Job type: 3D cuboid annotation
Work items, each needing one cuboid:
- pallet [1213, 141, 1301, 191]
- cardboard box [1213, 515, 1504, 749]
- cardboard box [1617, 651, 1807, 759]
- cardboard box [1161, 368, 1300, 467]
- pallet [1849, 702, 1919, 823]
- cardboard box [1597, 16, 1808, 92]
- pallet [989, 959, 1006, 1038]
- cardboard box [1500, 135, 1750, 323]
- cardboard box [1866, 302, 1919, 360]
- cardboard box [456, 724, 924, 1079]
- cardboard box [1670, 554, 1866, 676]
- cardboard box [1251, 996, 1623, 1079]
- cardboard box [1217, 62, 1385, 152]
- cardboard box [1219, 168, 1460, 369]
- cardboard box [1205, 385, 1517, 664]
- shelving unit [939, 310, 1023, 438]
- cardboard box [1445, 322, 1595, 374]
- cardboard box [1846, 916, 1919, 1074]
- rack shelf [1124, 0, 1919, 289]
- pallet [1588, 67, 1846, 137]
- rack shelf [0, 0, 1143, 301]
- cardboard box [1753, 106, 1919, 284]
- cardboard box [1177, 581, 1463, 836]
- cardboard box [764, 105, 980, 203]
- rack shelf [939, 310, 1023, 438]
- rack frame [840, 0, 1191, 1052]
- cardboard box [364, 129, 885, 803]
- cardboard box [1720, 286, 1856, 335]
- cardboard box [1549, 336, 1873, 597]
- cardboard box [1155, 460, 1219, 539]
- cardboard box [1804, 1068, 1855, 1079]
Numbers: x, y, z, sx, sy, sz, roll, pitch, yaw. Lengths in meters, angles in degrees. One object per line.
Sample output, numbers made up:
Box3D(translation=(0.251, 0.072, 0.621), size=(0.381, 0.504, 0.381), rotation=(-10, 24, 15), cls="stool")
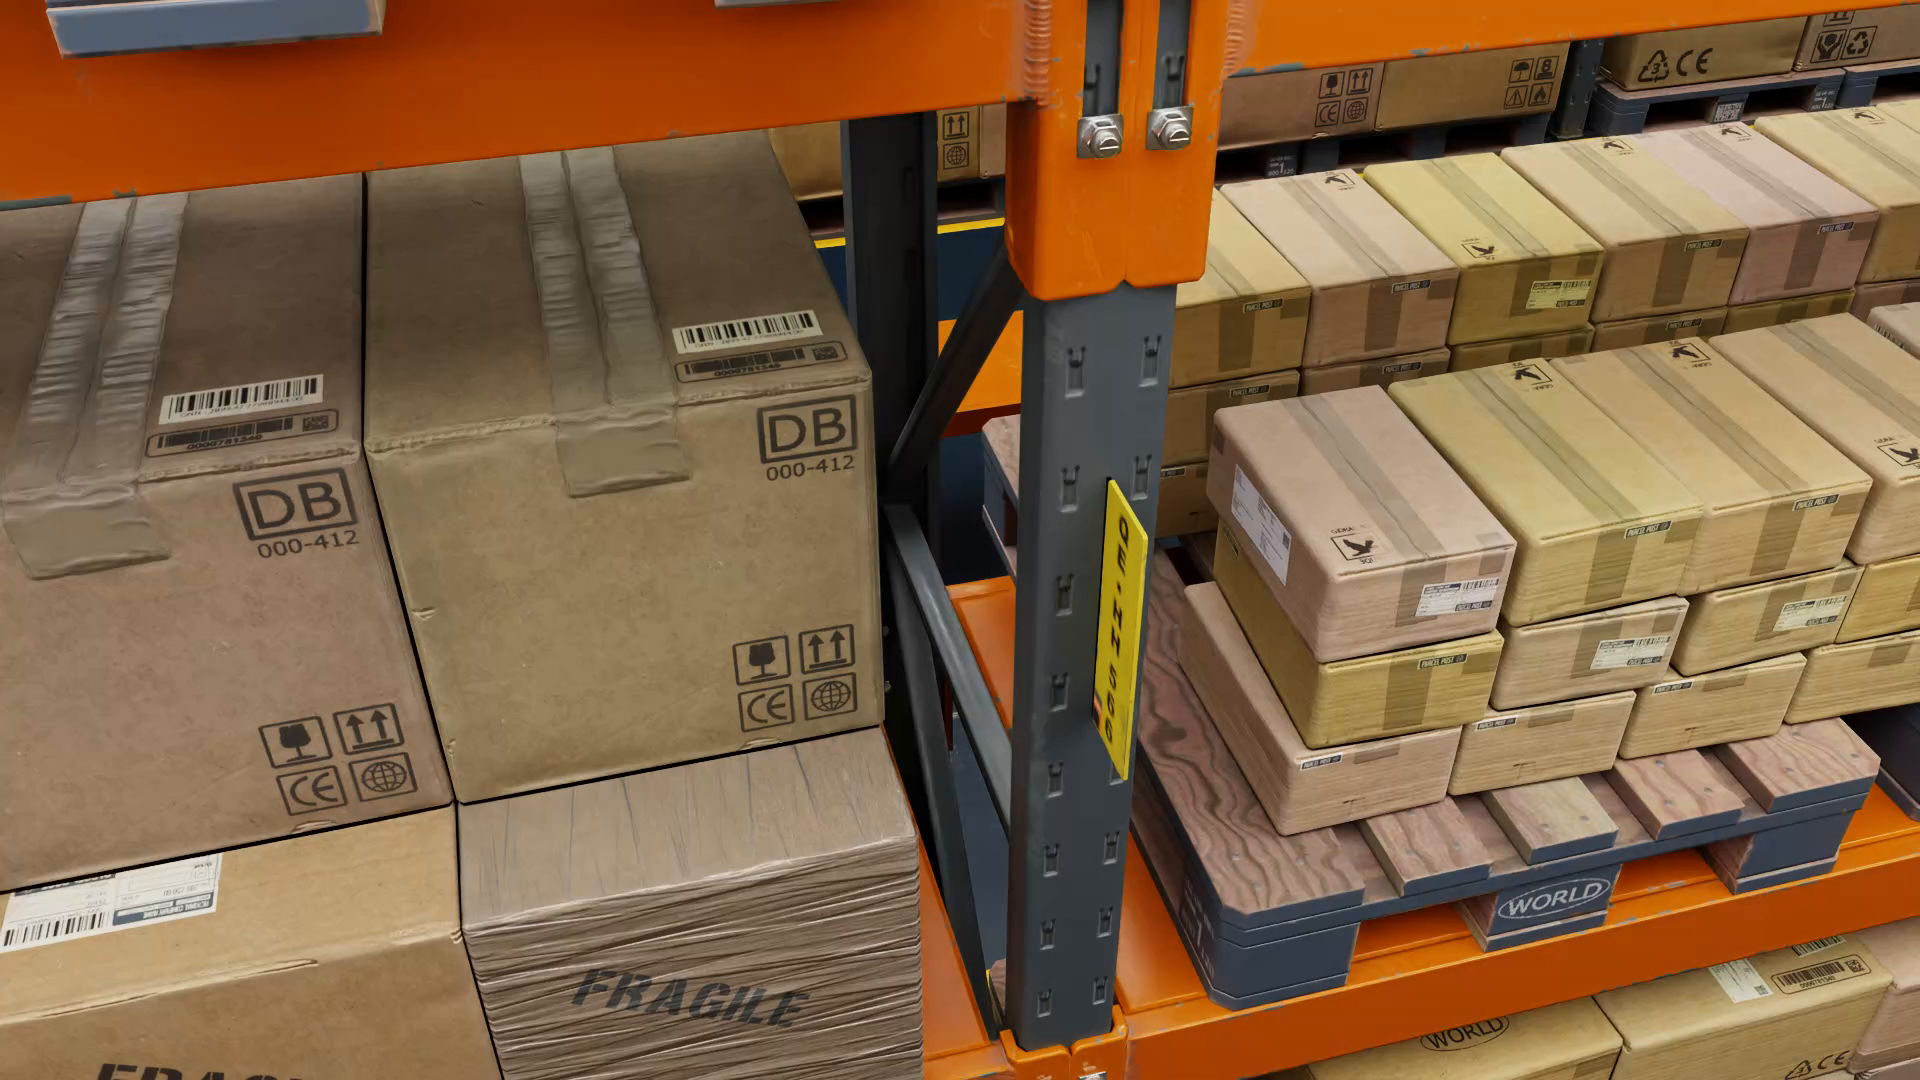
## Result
Box3D(translation=(0.775, -1.857, 7.504), size=(1.213, 0.211, 1.003), rotation=(-9, 38, -12), cls="pallet")
Box3D(translation=(0.533, 0.089, 2.282), size=(0.250, 0.149, 0.380), rotation=(-8, 38, -10), cls="cardboard box")
Box3D(translation=(1.018, 0.128, 2.475), size=(0.250, 0.149, 0.380), rotation=(-7, 38, -10), cls="cardboard box")
Box3D(translation=(0.372, -0.298, 2.787), size=(0.250, 0.149, 0.380), rotation=(-9, 38, -11), cls="cardboard box")
Box3D(translation=(1.914, -0.029, 2.977), size=(1.213, 0.211, 1.003), rotation=(-9, 38, -12), cls="pallet")
Box3D(translation=(3.338, -2.707, 7.723), size=(0.875, 0.875, 0.875), rotation=(-9, 38, -12), cls="cardboard box")
Box3D(translation=(0.769, 1.217, 3.485), size=(1.213, 0.211, 1.003), rotation=(-9, 38, -12), cls="pallet")
Box3D(translation=(1.120, -0.542, 2.861), size=(0.250, 0.149, 0.380), rotation=(-8, 38, -11), cls="cardboard box")
Box3D(translation=(1.524, -0.196, 2.409), size=(0.250, 0.149, 0.380), rotation=(-8, 38, -10), cls="cardboard box")
Box3D(translation=(-0.351, 0.422, 2.148), size=(0.500, 0.500, 0.500), rotation=(-9, 38, -12), cls="cardboard box")
Box3D(translation=(1.051, 0.000, 2.397), size=(0.250, 0.149, 0.380), rotation=(-10, 39, -13), cls="cardboard box")
Box3D(translation=(0.743, 0.794, 2.838), size=(0.500, 0.250, 0.500), rotation=(-11, 39, -14), cls="cardboard box")
Box3D(translation=(1.205, -2.394, 7.314), size=(0.875, 0.875, 1.225), rotation=(-11, 39, -14), cls="cardboard box")
Box3D(translation=(0.611, -0.456, 2.748), size=(0.250, 0.149, 0.380), rotation=(-10, 38, -13), cls="cardboard box")
Box3D(translation=(0.515, -0.031, 2.193), size=(0.250, 0.149, 0.380), rotation=(-9, 38, -12), cls="cardboard box")
Box3D(translation=(-0.074, -0.584, 4.779), size=(1.083, 1.500, 0.587), rotation=(-9, 38, -12), cls="shelving unit")
Box3D(translation=(0.883, -0.384, 2.900), size=(0.250, 0.149, 0.380), rotation=(-8, 38, -11), cls="cardboard box")
Box3D(translation=(1.713, 0.642, 3.036), size=(0.500, 0.250, 0.500), rotation=(-9, 38, -12), cls="cardboard box")
Box3D(translation=(1.945, -0.990, 2.198), size=(4.000, 0.370, 1.077), rotation=(-9, 38, -12), cls="rack shelf")
Box3D(translation=(3.435, -2.293, 8.074), size=(1.213, 0.211, 1.003), rotation=(-9, 38, -12), cls="pallet")
Box3D(translation=(-1.917, -0.356, 1.370), size=(4.000, 0.370, 1.077), rotation=(-9, 38, -12), cls="rack shelf")
Box3D(translation=(1.616, -0.621, 2.964), size=(0.250, 0.149, 0.380), rotation=(-8, 38, -10), cls="cardboard box")
Box3D(translation=(0.499, 0.213, 2.364), size=(0.250, 0.149, 0.380), rotation=(-10, 38, -13), cls="cardboard box")
Box3D(translation=(-0.510, -2.113, 6.946), size=(0.875, 0.875, 1.225), rotation=(-11, 39, -14), cls="cardboard box")
Box3D(translation=(-0.082, -0.439, 4.886), size=(1.000, 0.185, 0.538), rotation=(-9, 38, -12), cls="rack shelf")
Box3D(translation=(0.014, 0.233, 2.477), size=(0.127, 3.000, 1.000), rotation=(-9, 38, -12), cls="rack frame")
Box3D(translation=(-0.422, -0.139, 2.058), size=(0.500, 0.500, 0.700), rotation=(-10, 38, -12), cls="cardboard box")
Box3D(translation=(1.365, -0.462, 3.001), size=(0.250, 0.149, 0.380), rotation=(-10, 38, -12), cls="cardboard box")
Box3D(translation=(1.007, -0.111, 2.297), size=(0.250, 0.149, 0.380), rotation=(-10, 38, -12), cls="cardboard box")
Box3D(translation=(0.370, -0.182, 2.880), size=(0.250, 0.149, 0.380), rotation=(-9, 38, -11), cls="cardboard box")
Box3D(translation=(1.248, 1.015, 3.167), size=(0.500, 0.500, 0.500), rotation=(-9, 38, -11), cls="cardboard box")
